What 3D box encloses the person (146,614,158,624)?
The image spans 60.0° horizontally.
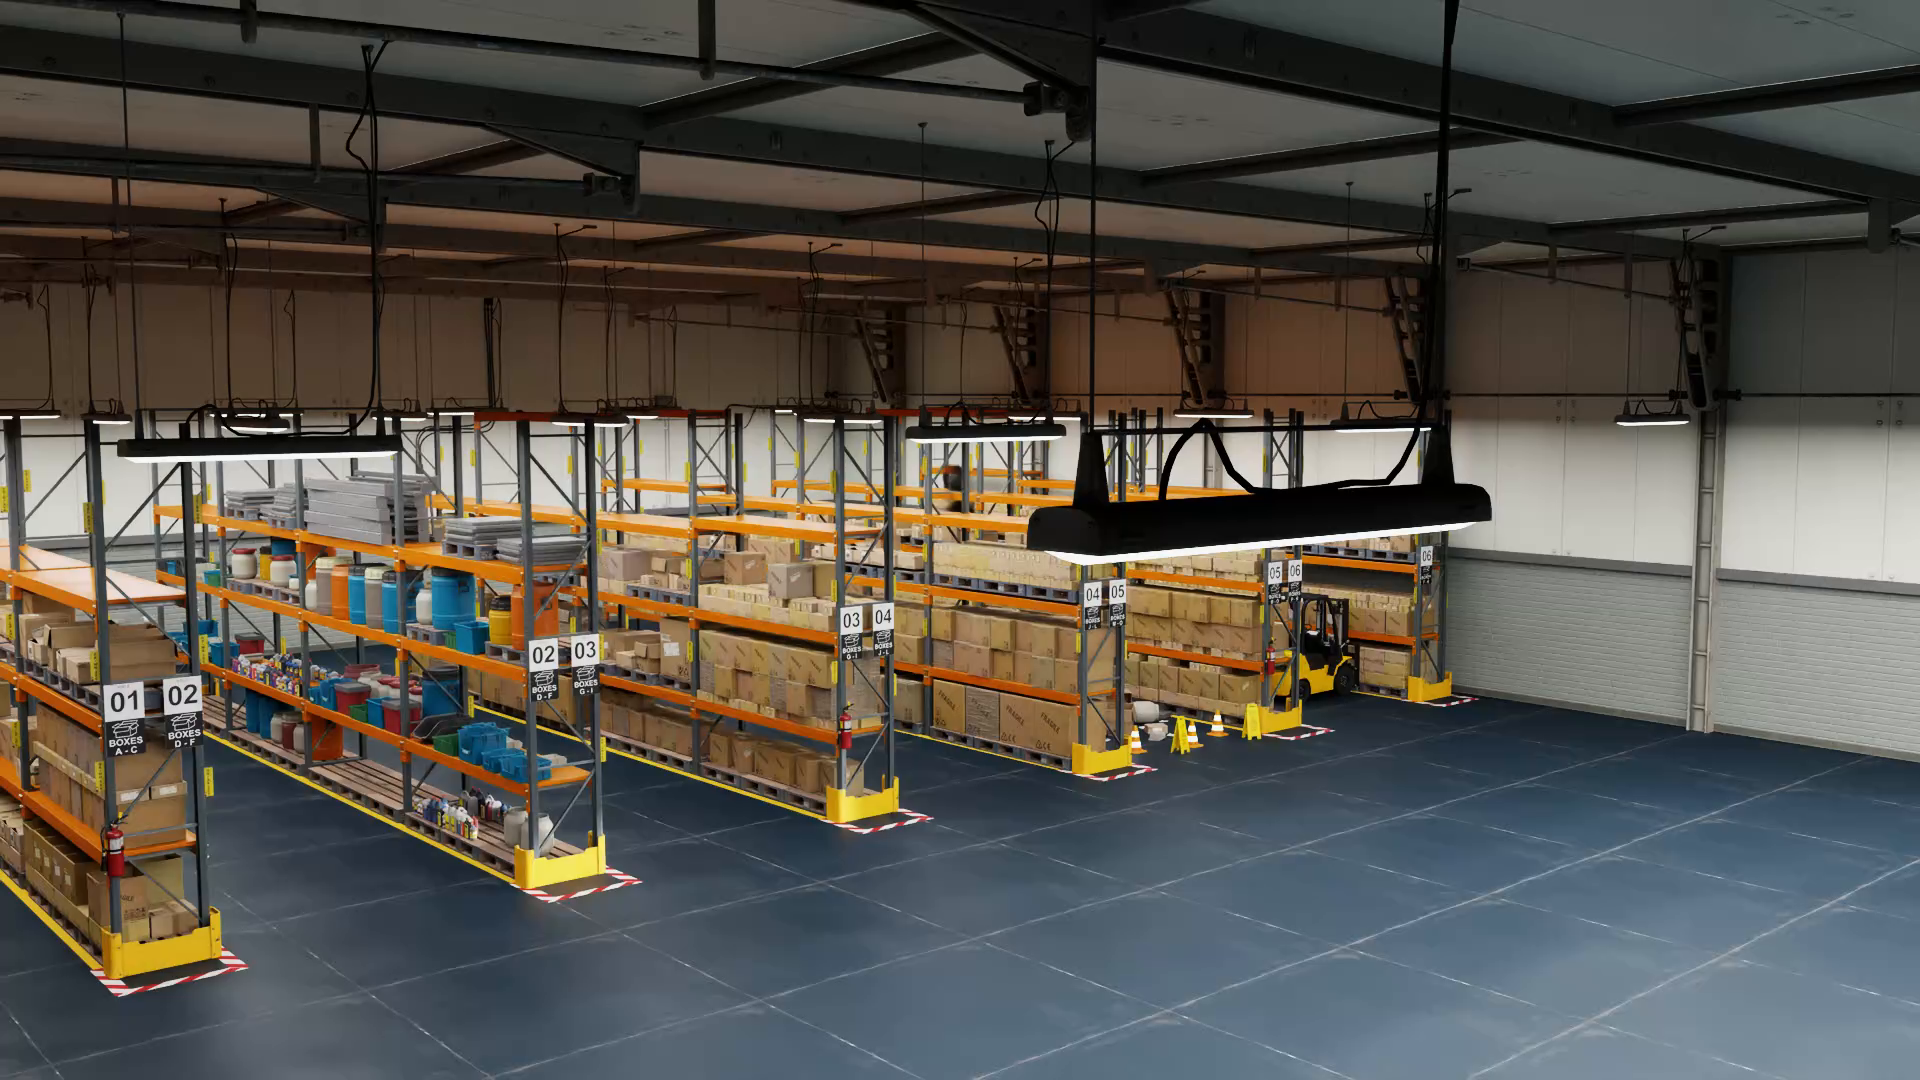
[{"bbox_3d":[-17.225,2.412,35.161,0.720,1.661,0.892,1,5,11],"label":"person"}]
